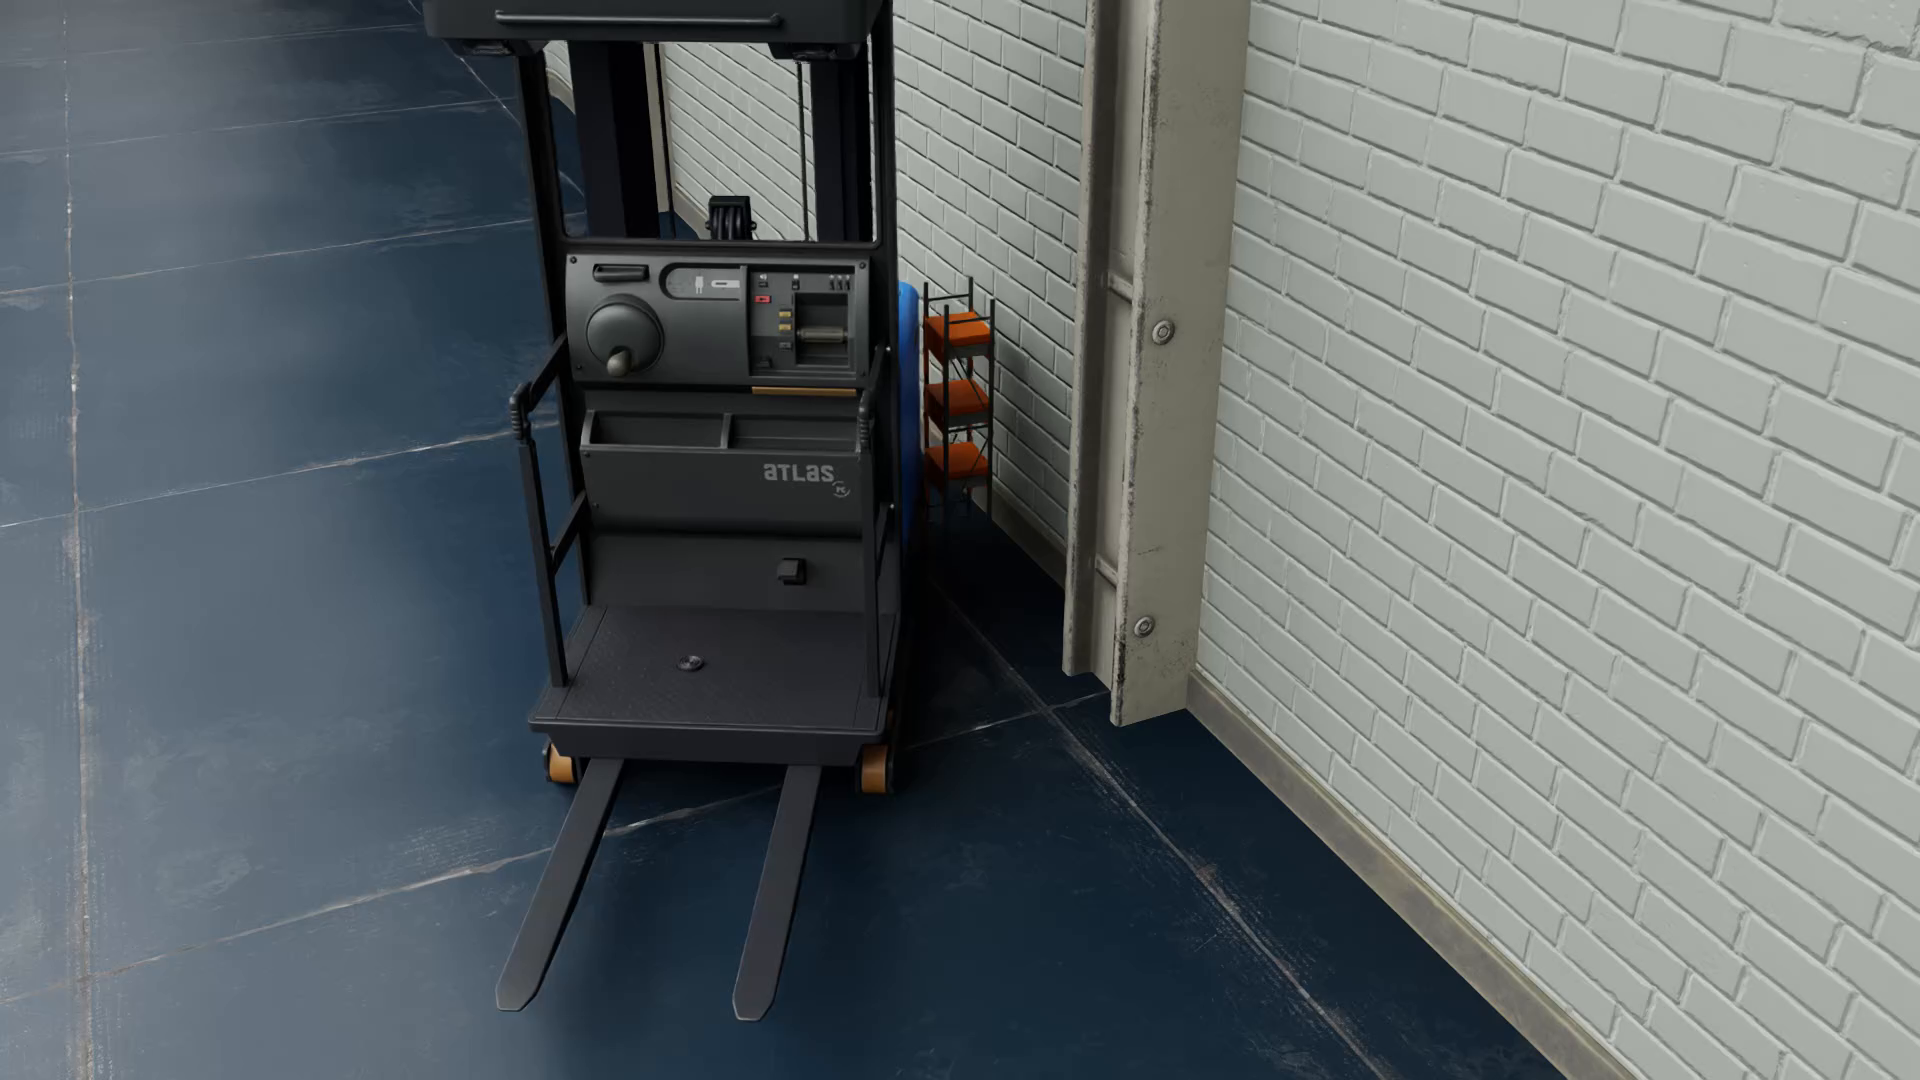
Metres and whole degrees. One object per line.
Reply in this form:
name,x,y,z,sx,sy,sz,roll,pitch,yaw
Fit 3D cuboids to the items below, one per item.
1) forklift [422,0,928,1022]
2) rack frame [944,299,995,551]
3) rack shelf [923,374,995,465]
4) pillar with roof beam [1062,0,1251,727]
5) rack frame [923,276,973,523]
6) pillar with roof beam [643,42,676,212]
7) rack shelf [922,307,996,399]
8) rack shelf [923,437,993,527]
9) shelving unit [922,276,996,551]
forklift,-0.746,-0.632,4.880,1.130,2.935,3.031,2,29,3
rack frame,0.033,-0.428,6.440,0.200,1.050,0.008,-10,31,-17
rack shelf,-0.007,-0.476,6.545,0.215,0.259,0.240,-10,31,-17
pillar with roof beam,-3.303,-2.507,2.021,9.100,9.000,0.400,-13,32,-22
rack frame,-0.047,-0.543,6.639,0.200,1.050,0.008,-10,31,-17
pillar with roof beam,-5.879,-5.158,6.747,9.100,9.000,0.400,-13,32,-22
rack shelf,-0.006,-0.723,6.404,0.215,0.259,0.240,-10,31,-17
rack shelf,-0.009,-0.235,6.683,0.215,0.259,0.240,-10,31,-17
shelving unit,-0.007,-0.486,6.539,0.215,1.050,0.252,-10,31,-17
